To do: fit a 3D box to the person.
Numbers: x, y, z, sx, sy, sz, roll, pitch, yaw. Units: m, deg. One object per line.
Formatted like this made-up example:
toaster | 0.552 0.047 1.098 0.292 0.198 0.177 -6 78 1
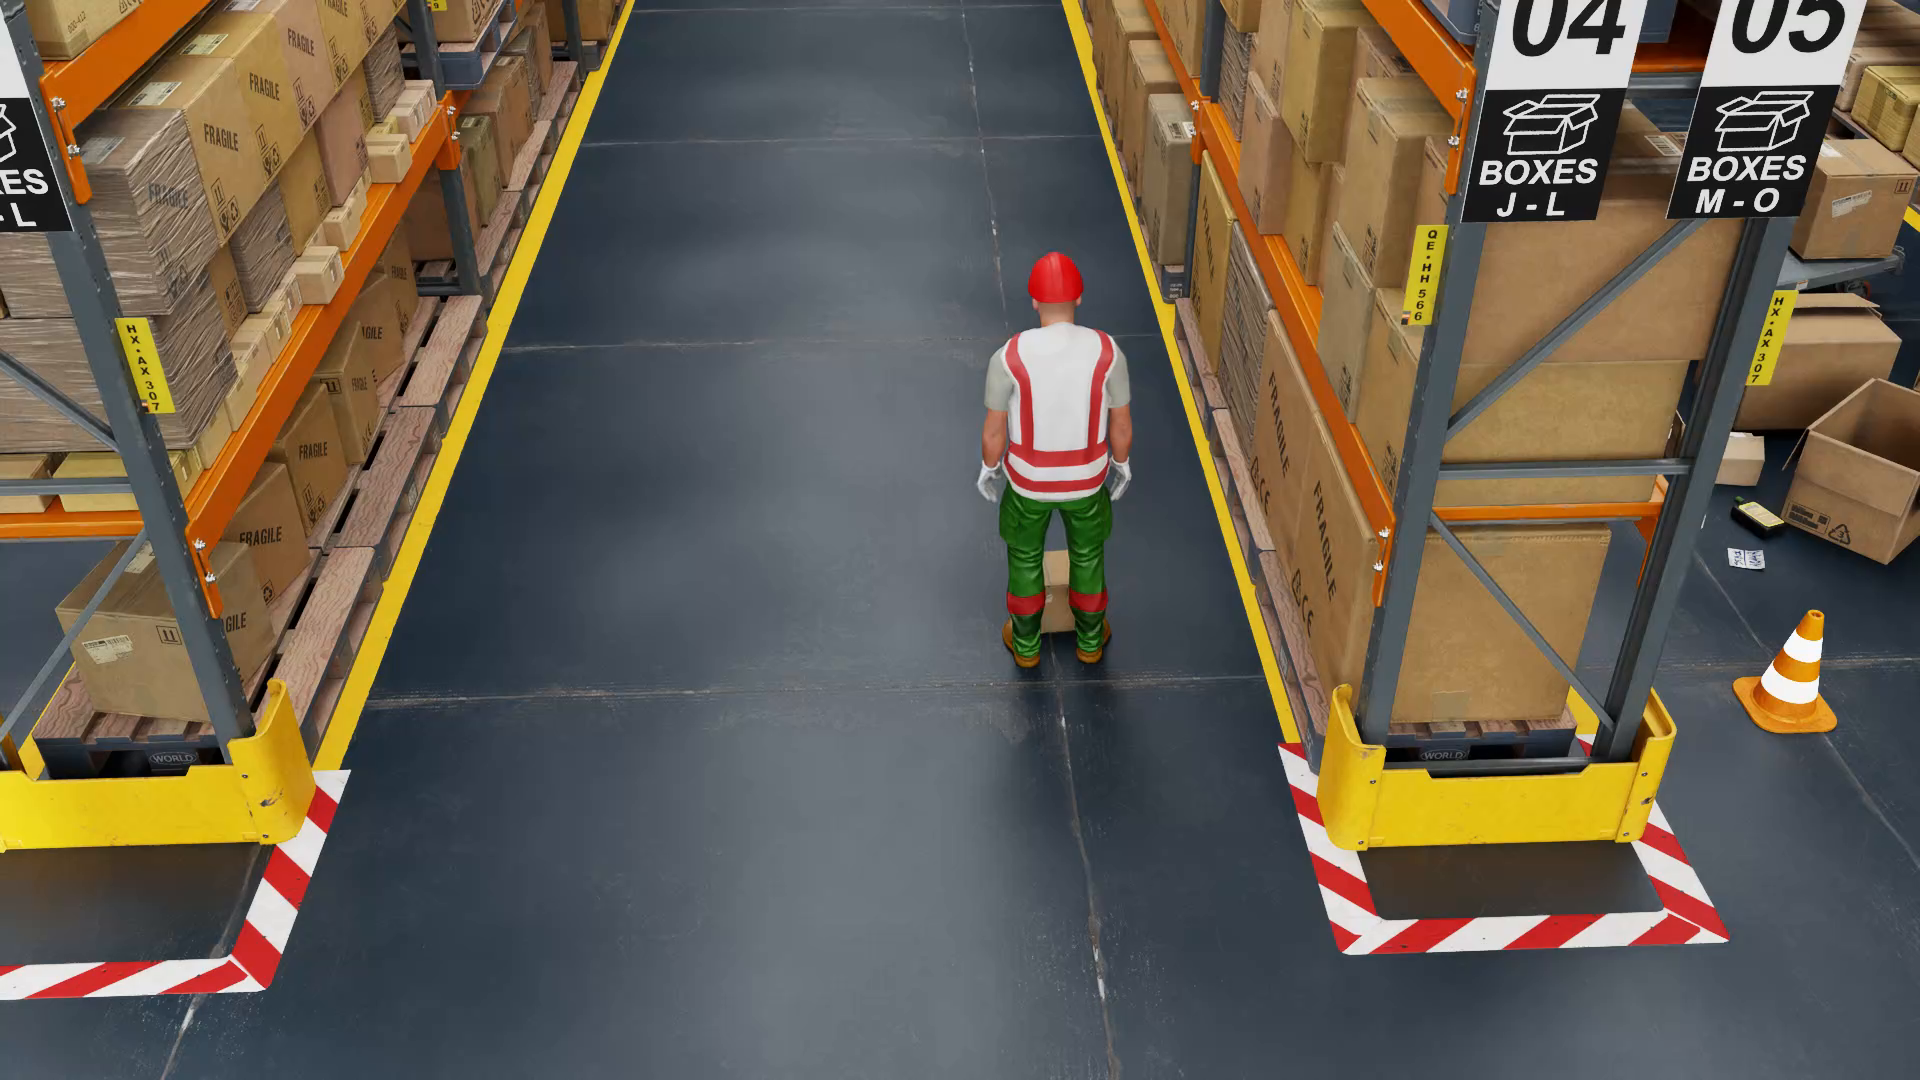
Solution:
person | 0.381 -0.269 6.518 0.605 1.778 0.450 -2 35 -4
